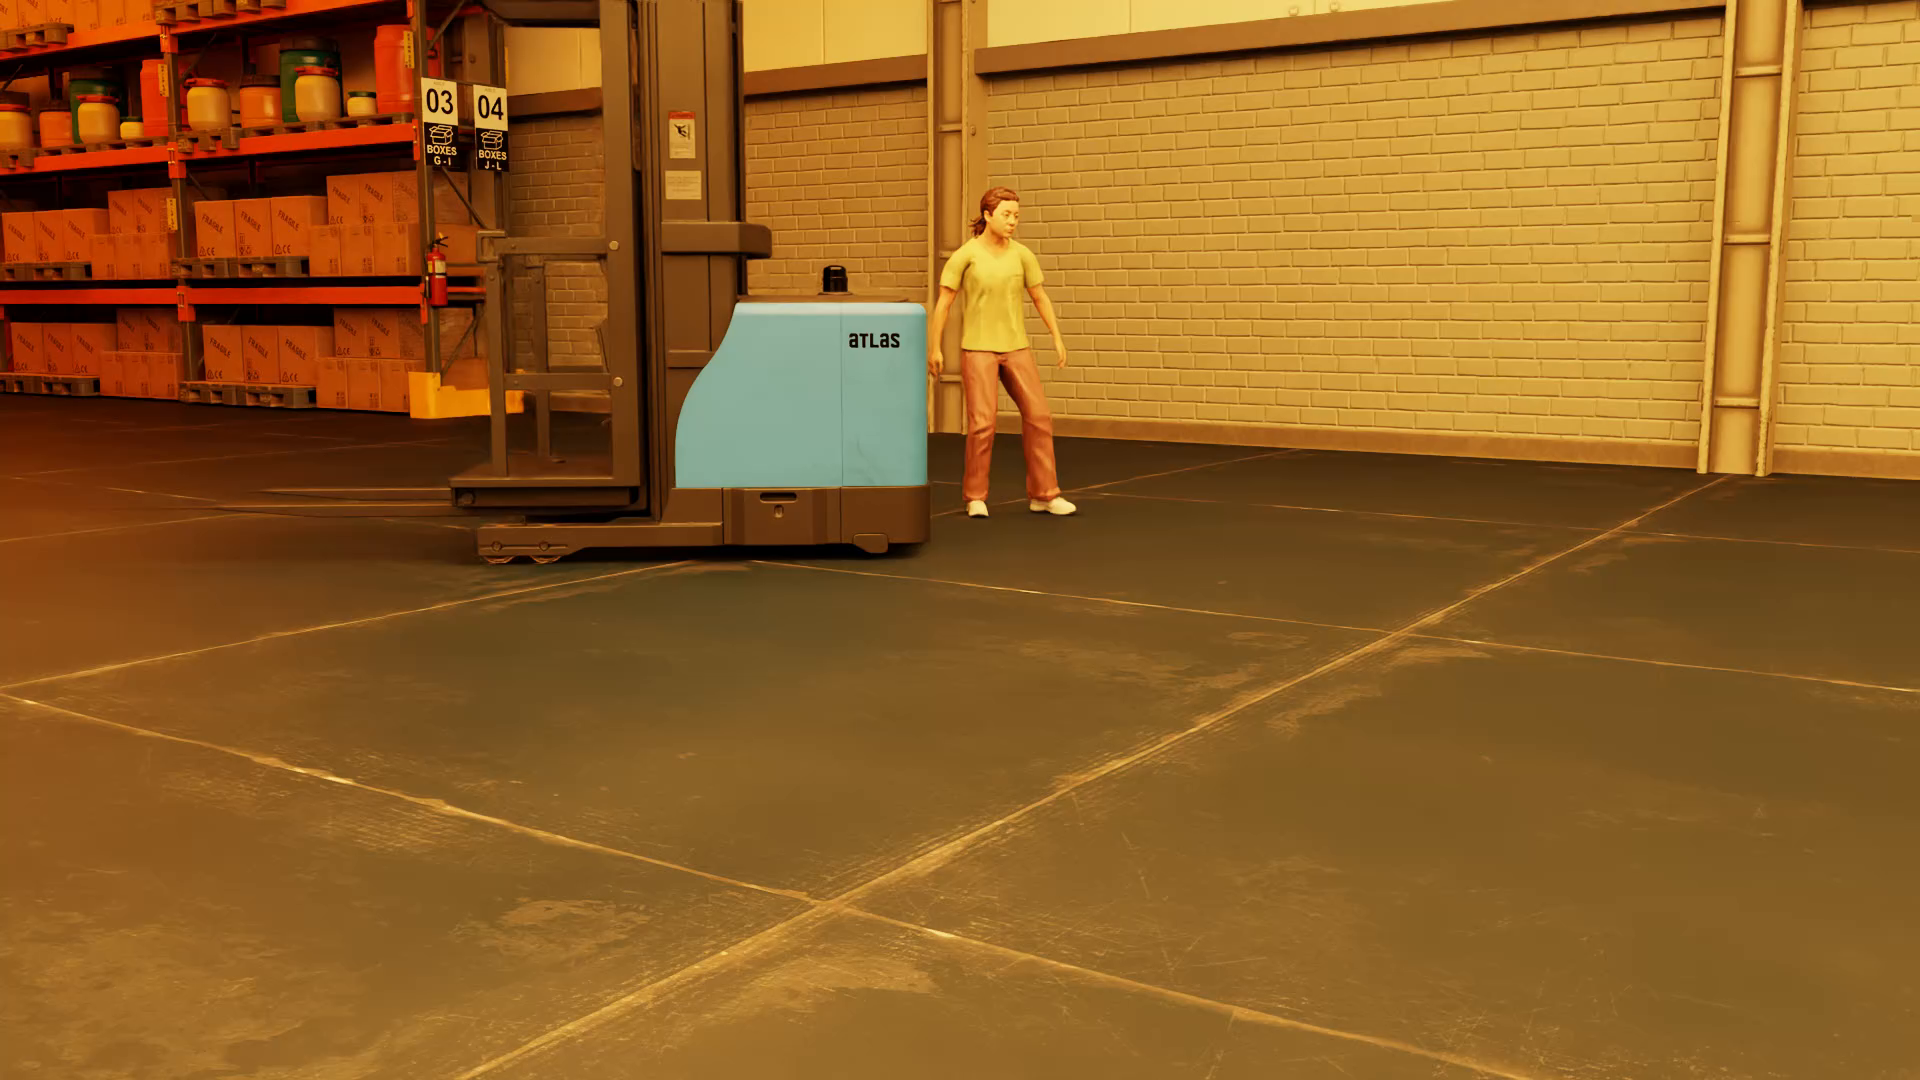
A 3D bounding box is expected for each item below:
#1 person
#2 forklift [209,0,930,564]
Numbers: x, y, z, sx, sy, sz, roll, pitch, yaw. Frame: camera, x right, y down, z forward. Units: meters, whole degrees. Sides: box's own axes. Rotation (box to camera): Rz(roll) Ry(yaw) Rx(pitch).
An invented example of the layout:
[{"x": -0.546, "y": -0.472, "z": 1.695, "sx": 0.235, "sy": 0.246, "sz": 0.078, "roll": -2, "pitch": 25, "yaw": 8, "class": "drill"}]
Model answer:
[{"x": 0.206, "y": -0.946, "z": 8.407, "sx": 0.721, "sy": 1.650, "sz": 0.377, "roll": -3, "pitch": 9, "yaw": -20, "class": "person"}, {"x": -1.666, "y": -1.427, "z": 7.229, "sx": 3.031, "sy": 2.935, "sz": 1.130, "roll": -1, "pitch": 8, "yaw": -4, "class": "forklift"}]
